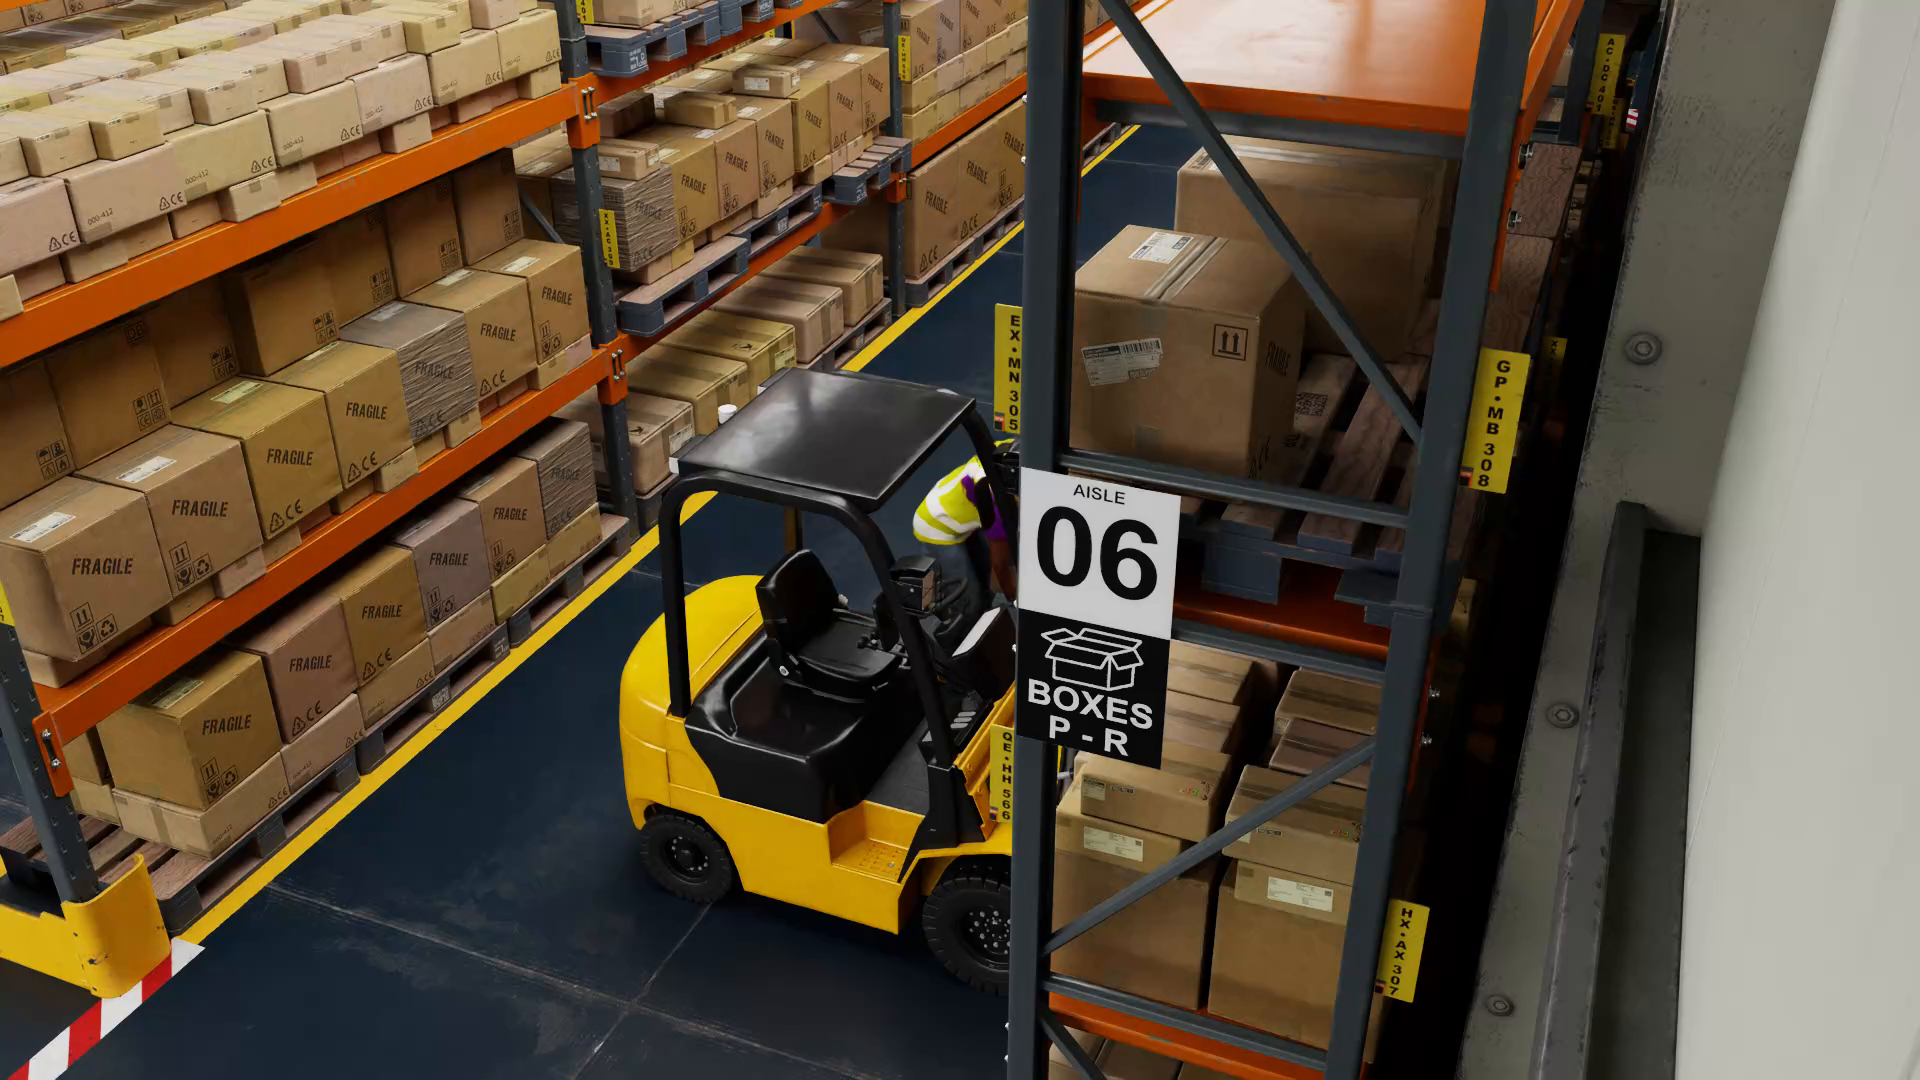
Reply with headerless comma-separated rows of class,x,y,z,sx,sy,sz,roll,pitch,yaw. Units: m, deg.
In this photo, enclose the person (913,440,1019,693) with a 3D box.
person,0.172,0.048,8.512,0.800,1.545,0.487,11,31,18
